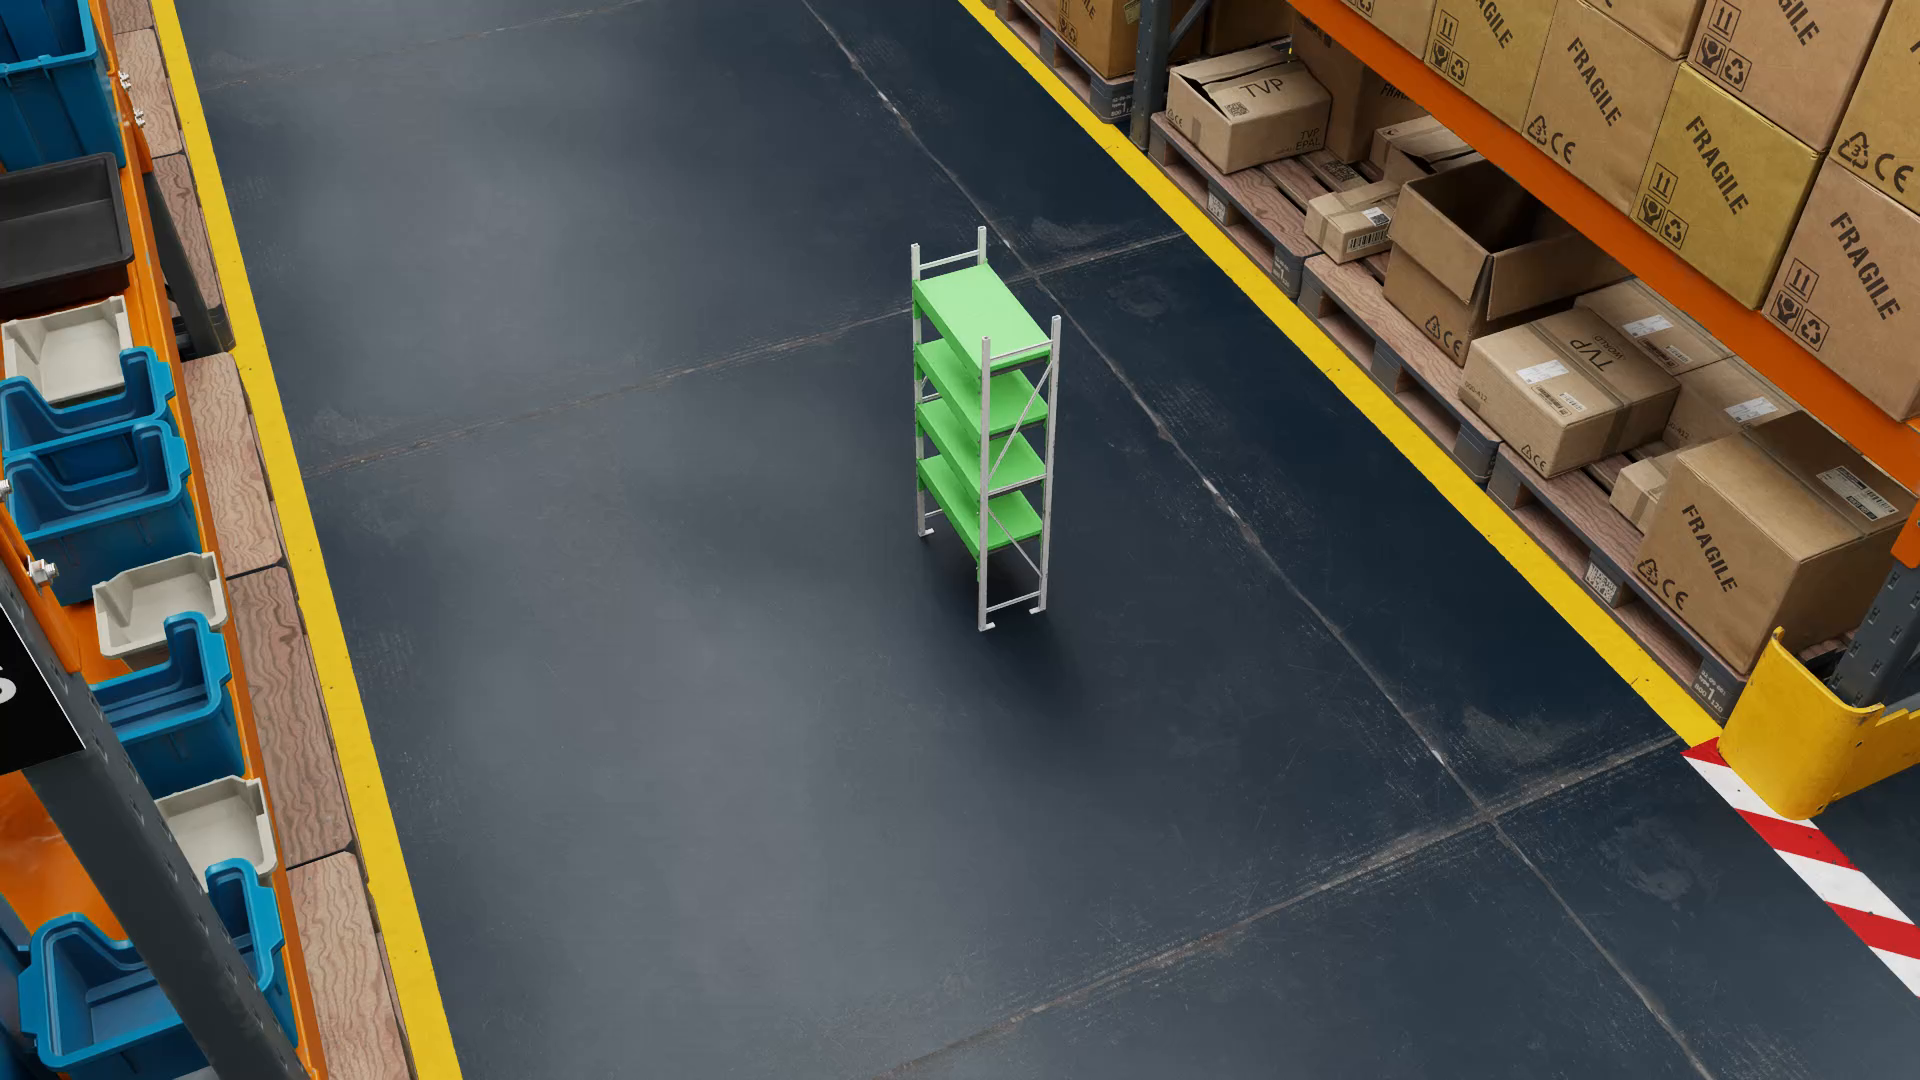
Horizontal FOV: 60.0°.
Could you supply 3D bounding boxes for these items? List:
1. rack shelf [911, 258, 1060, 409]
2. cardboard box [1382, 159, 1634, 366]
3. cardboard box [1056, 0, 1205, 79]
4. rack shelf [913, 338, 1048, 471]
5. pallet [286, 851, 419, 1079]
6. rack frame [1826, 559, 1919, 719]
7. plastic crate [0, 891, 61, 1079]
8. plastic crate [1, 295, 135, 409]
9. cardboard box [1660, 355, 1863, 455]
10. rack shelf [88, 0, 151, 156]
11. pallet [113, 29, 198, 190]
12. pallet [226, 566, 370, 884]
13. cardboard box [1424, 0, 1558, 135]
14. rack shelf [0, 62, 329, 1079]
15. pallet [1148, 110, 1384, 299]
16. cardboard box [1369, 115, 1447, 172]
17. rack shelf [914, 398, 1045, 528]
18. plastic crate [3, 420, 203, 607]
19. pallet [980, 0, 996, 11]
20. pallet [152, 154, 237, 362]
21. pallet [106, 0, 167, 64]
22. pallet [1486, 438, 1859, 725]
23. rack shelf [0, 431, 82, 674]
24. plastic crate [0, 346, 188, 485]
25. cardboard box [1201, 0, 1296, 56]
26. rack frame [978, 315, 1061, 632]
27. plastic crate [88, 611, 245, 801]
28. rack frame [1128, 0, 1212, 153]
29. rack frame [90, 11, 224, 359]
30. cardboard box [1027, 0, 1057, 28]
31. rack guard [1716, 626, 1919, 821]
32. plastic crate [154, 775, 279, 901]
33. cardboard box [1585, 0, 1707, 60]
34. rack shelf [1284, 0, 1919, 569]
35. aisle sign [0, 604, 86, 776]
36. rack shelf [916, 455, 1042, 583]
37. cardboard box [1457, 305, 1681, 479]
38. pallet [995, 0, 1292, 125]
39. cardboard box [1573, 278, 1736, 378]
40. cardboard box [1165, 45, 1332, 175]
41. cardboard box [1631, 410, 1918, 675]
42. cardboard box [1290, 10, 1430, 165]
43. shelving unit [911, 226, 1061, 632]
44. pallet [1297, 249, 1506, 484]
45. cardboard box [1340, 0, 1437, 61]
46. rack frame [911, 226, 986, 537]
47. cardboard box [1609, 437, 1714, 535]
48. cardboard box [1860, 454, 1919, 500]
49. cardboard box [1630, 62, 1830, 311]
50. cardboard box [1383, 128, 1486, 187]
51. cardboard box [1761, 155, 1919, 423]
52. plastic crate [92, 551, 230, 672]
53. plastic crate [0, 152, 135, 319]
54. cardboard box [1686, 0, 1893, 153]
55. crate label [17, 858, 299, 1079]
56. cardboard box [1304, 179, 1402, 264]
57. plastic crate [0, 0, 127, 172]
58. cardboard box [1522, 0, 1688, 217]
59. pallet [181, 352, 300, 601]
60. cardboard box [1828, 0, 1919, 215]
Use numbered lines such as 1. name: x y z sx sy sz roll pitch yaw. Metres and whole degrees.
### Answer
1. rack shelf: 0.070 -0.618 4.929 0.258 0.148 0.480 -18 47 -17
2. cardboard box: 2.046 -1.078 6.171 0.797 0.503 0.637 -18 47 -17
3. cardboard box: 0.783 -2.503 7.617 0.500 0.500 0.500 -18 47 -18
4. rack shelf: 0.070 -0.447 5.098 0.258 0.148 0.480 -18 47 -17
5. pallet: -1.874 1.459 4.121 1.003 0.211 1.213 -18 47 -17
6. rack frame: 2.933 -0.457 4.078 1.000 3.000 0.127 -18 47 -17
7. plastic crate: -1.873 0.811 2.724 0.616 0.435 0.499 -18 47 -17
8. plastic crate: -2.240 -0.452 4.218 0.293 0.136 0.466 -18 47 -17
9. cardboard box: 2.751 -0.384 5.648 0.500 0.250 0.500 -18 47 -17
10. rack shelf: -4.086 -2.564 6.725 1.077 0.370 4.000 -18 47 -17
11. pallet: -4.048 -1.836 7.460 1.003 0.211 1.213 -18 47 -17
12. pallet: -2.384 0.683 4.908 1.003 0.211 1.213 -18 47 -17
13. cardboard box: 1.860 -1.668 5.234 0.500 0.500 0.500 -19 48 -18
14. rack shelf: -2.404 -0.015 4.142 1.077 0.370 4.000 -18 47 -17
15. pallet: 1.539 -1.576 7.197 1.003 0.211 1.213 -18 47 -17
16. cardboard box: 1.960 -1.647 7.000 0.380 0.149 0.250 -18 47 -17
17. rack shelf: 0.070 -0.276 5.267 0.258 0.148 0.480 -18 47 -17
18. plastic crate: -1.922 -0.052 3.744 0.416 0.233 0.300 -18 47 -17
19. pallet: 0.358 -3.299 8.943 1.003 0.211 1.213 -18 47 -17
20. pallet: -3.531 -1.057 6.671 1.003 0.211 1.213 -18 47 -17
21. pallet: -4.557 -2.612 8.247 1.003 0.211 1.213 -18 47 -17
22. pallet: 2.565 -0.021 5.621 1.003 0.211 1.213 -18 47 -17
23. rack shelf: -2.404 -1.083 3.088 1.077 0.370 4.000 -18 47 -17
24. plastic crate: -2.048 -0.243 3.937 0.416 0.233 0.300 -18 47 -17
25. cardboard box: 1.269 -2.653 7.770 0.500 0.500 0.500 -20 48 -19
26. rack frame: 0.172 -0.166 5.064 0.240 1.200 0.015 -18 47 -17
27. plastic crate: -1.645 0.368 3.318 0.416 0.233 0.300 -18 47 -17
28. rack frame: 1.251 -3.006 6.661 1.000 3.000 0.127 -18 47 -17
29. rack frame: -3.245 -1.546 5.181 1.000 3.000 0.127 -18 47 -17
30. cardboard box: 0.583 -2.820 7.939 0.500 0.500 0.500 -18 47 -17
31. rack guard: 2.901 0.384 5.005 1.175 0.500 0.348 -18 47 -17
32. plastic crate: -1.428 0.592 3.159 0.250 0.136 0.298 -18 47 -17
33. cardboard box: 2.061 -1.702 4.556 0.500 0.500 0.500 -17 47 -16
34. rack shelf: 2.092 -1.476 5.622 1.077 0.370 4.000 -18 47 -17
35. aisle sign: -1.263 0.036 1.727 0.394 0.787 0.004 -18 47 -17
36. rack shelf: 0.070 -0.105 5.435 0.258 0.148 0.480 -18 47 -17
37. cardboard box: 2.109 -0.523 5.789 0.500 0.250 0.500 -18 47 -17
38. pallet: 0.875 -2.521 8.154 1.003 0.211 1.213 -18 47 -17
39. cardboard box: 2.541 -0.702 5.971 0.500 0.250 0.500 -18 47 -17
40. cardboard box: 1.231 -1.874 7.115 0.500 0.311 0.500 -18 47 -17
41. cardboard box: 2.481 0.002 5.078 0.500 0.500 0.500 -18 47 -17
42. cardboard box: 1.748 -1.994 7.101 0.500 0.500 0.500 -18 47 -17
43. shelving unit: 0.070 -0.322 5.222 0.258 1.200 0.503 -18 47 -17
44. pallet: 2.056 -0.797 6.408 1.003 0.211 1.213 -18 47 -17
45. cardboard box: 1.645 -1.992 5.562 0.500 0.500 0.500 -18 47 -18
46. rack frame: -0.033 -0.477 5.379 0.240 1.200 0.015 -18 47 -17
47. cardboard box: 2.392 -0.164 5.484 0.380 0.166 0.250 -18 47 -17
48. cardboard box: 2.964 -0.133 5.453 0.380 0.166 0.250 -18 47 -17
49. cardboard box: 2.276 -1.027 4.584 0.500 0.500 0.500 -18 47 -17
50. cardboard box: 2.063 -1.448 6.683 0.500 0.311 0.500 -18 47 -17
51. cardboard box: 2.498 -0.698 4.250 0.500 0.500 0.500 -17 47 -16
52. plastic crate: -1.713 0.160 3.597 0.250 0.136 0.298 -18 47 -17
53. plastic crate: -2.530 -0.835 4.614 0.437 0.125 0.590 -18 47 -17
54. cardboard box: 2.283 -1.373 4.222 0.500 0.500 0.500 -17 47 -16
55. crate label: -1.368 0.787 2.893 0.416 0.233 0.303 -18 47 -17
56. cardboard box: 1.604 -1.275 6.610 0.380 0.166 0.250 -18 47 -17
57. plastic crate: -2.739 -1.365 4.966 0.392 0.384 0.575 -18 47 -17
58. cardboard box: 2.071 -1.347 4.908 0.500 0.500 0.500 -18 47 -17
59. pallet: -2.900 -0.096 5.697 1.003 0.211 1.213 -18 47 -17
60. cardboard box: 2.496 -1.051 3.896 0.500 0.500 0.500 -18 48 -18
